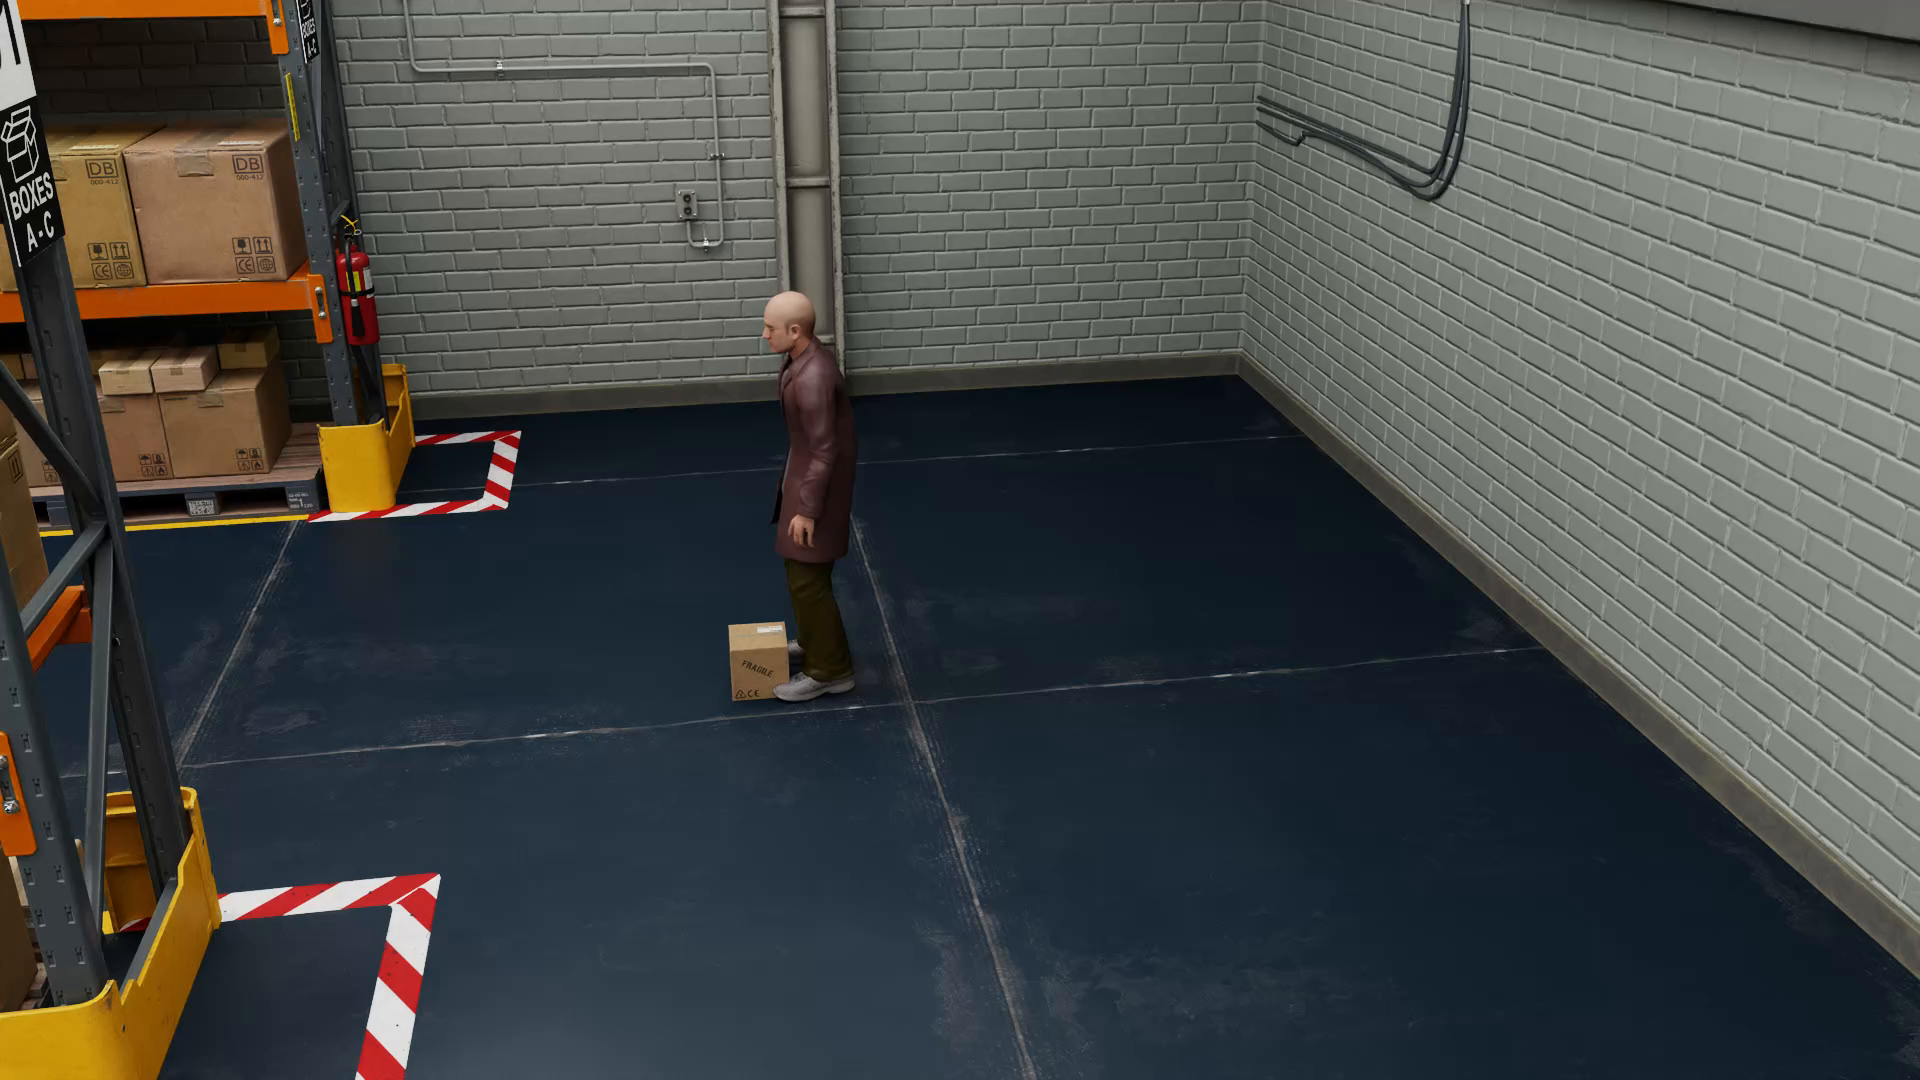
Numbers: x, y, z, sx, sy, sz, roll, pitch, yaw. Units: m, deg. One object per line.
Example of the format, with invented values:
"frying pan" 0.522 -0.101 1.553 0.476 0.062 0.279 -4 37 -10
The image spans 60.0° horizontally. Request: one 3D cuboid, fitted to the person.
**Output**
"person" -0.646 -0.192 7.068 0.425 1.774 0.644 -4 23 -9
